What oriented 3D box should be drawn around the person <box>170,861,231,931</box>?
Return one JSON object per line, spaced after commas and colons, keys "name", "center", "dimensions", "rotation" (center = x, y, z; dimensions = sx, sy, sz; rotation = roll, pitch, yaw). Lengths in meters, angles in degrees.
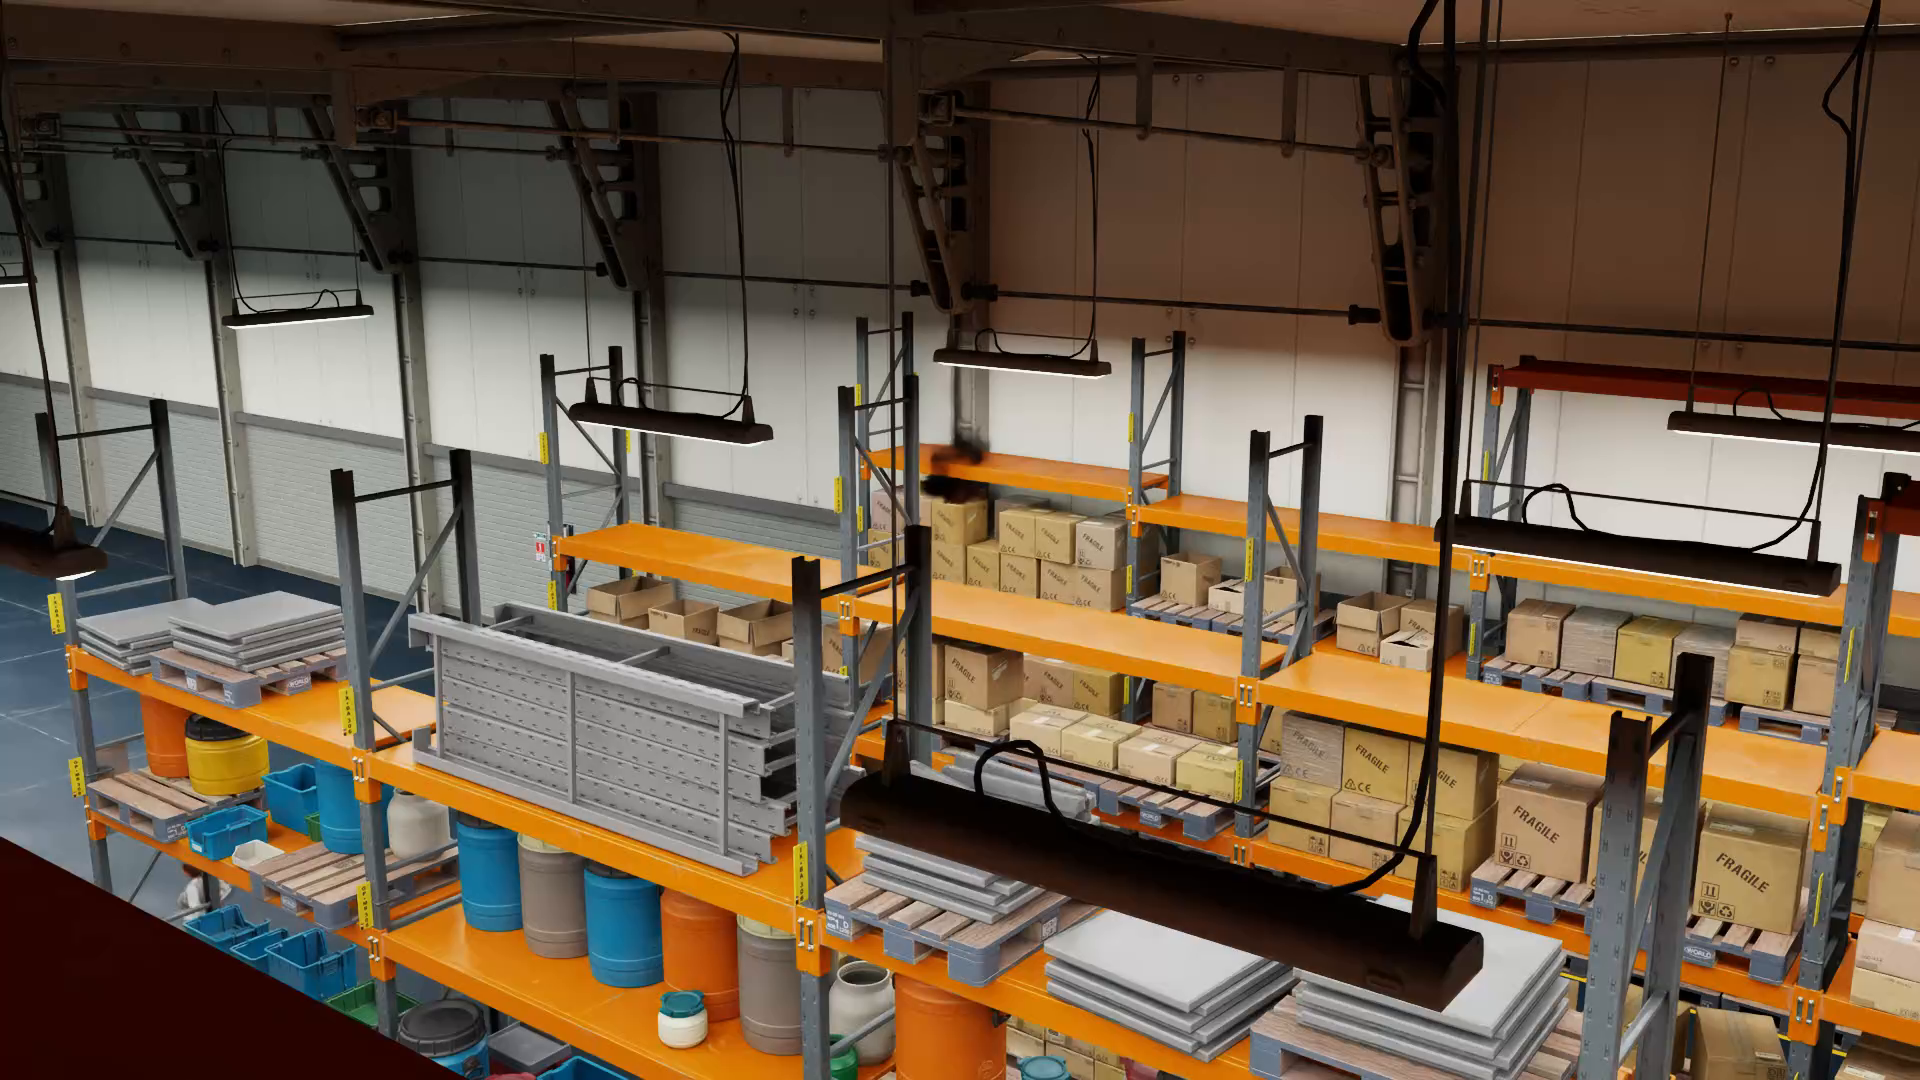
{"name": "person", "center": [-7.116, 3.692, 15.688], "dimensions": [0.852, 1.575, 0.548], "rotation": [-1, 13, -5]}
